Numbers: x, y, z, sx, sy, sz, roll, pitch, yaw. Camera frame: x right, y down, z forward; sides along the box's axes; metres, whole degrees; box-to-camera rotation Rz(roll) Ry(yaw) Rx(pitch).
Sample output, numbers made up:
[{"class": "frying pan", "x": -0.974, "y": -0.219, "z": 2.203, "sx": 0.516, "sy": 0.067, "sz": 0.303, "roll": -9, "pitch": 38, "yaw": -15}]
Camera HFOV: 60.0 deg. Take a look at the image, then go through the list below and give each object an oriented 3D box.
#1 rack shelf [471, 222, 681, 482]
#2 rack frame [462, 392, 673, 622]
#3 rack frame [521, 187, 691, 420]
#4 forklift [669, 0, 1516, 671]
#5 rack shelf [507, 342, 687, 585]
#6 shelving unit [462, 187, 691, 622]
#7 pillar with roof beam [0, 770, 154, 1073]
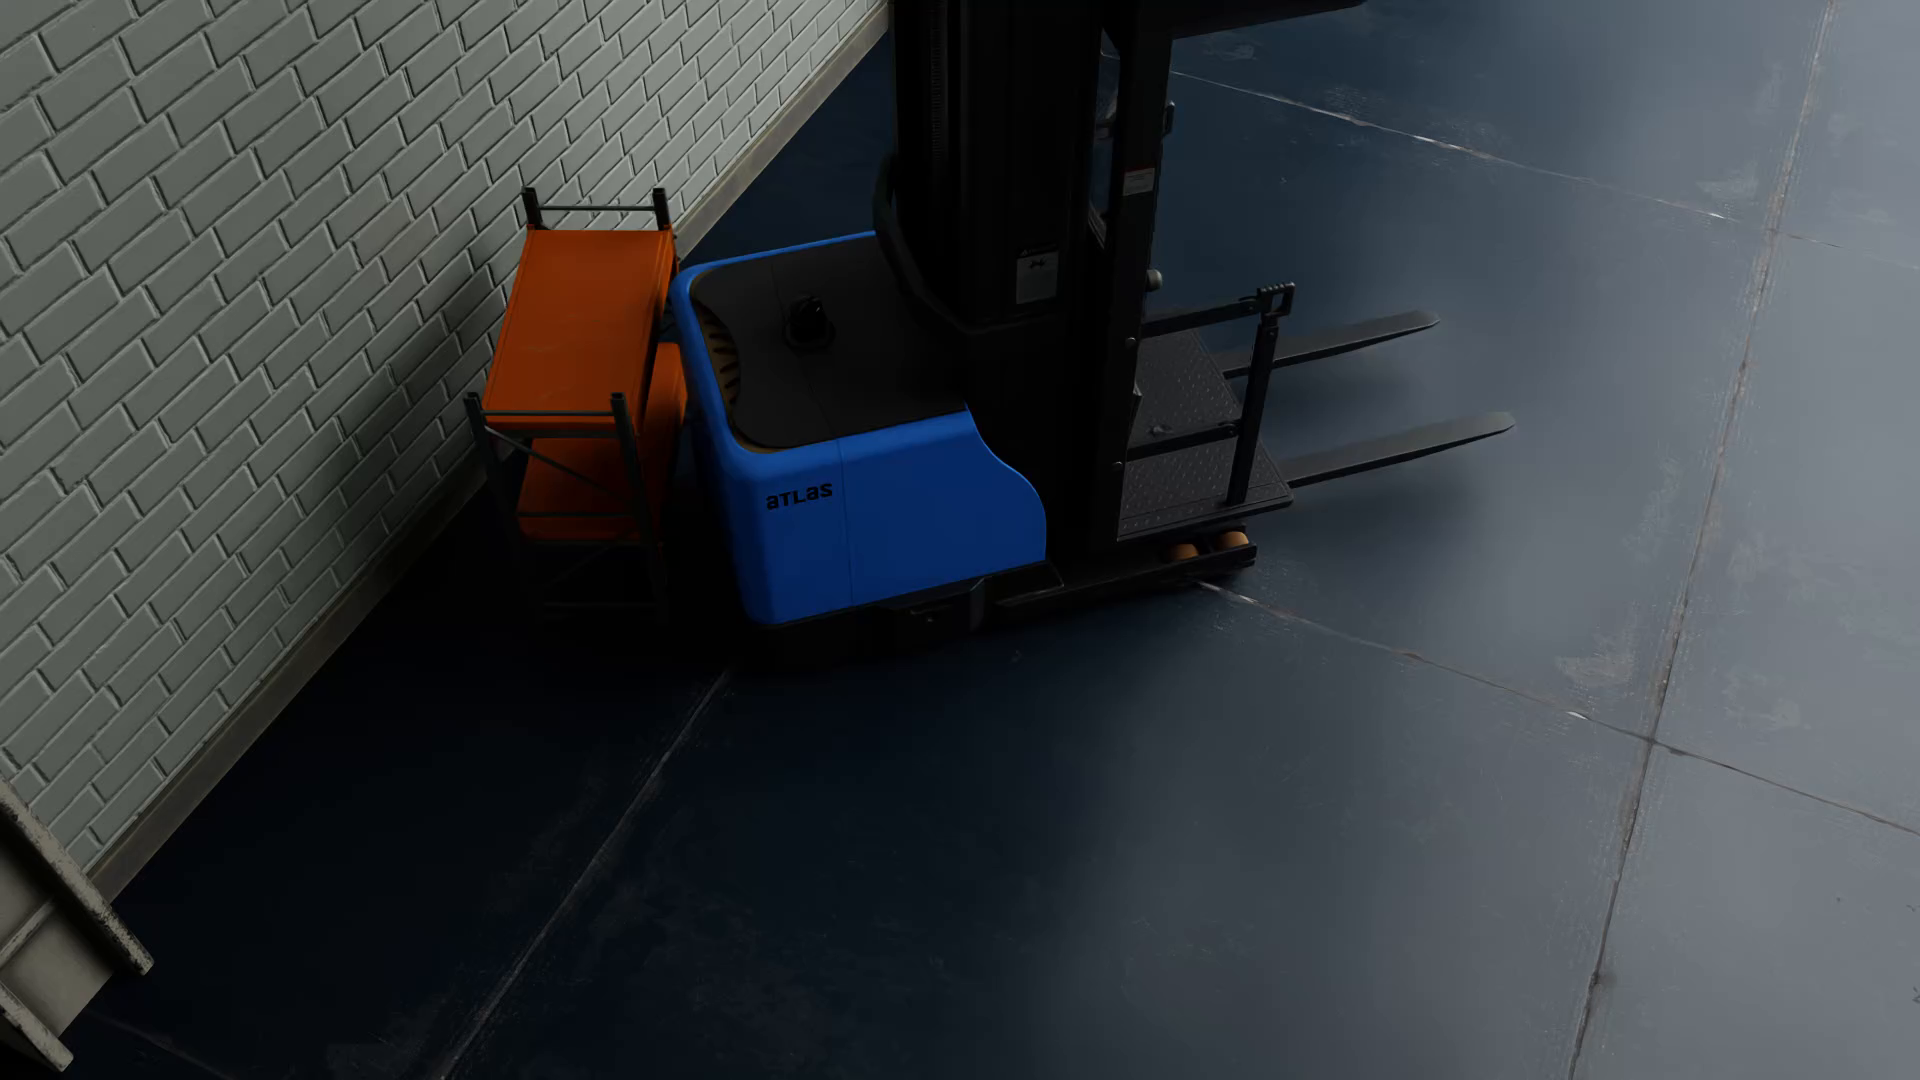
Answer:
[{"class": "rack shelf", "x": -1.286, "y": -0.660, "z": 5.688, "sx": 0.538, "sy": 0.278, "sz": 1.000, "roll": 0, "pitch": 50, "yaw": 0}, {"class": "rack frame", "x": -1.290, "y": -0.083, "z": 5.582, "sx": 0.500, "sy": 1.125, "sz": 0.032, "roll": 0, "pitch": 50, "yaw": 0}, {"class": "rack frame", "x": -1.282, "y": -0.858, "z": 6.241, "sx": 0.500, "sy": 1.125, "sz": 0.032, "roll": 0, "pitch": 50, "yaw": 0}, {"class": "forklift", "x": 0.578, "y": -1.152, "z": 5.306, "sx": 3.031, "sy": 2.935, "sz": 1.130, "roll": -13, "pitch": 51, "yaw": -11}, {"class": "rack shelf", "x": -1.285, "y": -0.312, "z": 6.098, "sx": 0.538, "sy": 0.278, "sz": 1.000, "roll": 0, "pitch": 50, "yaw": 0}, {"class": "shelving unit", "x": -1.286, "y": -0.470, "z": 5.911, "sx": 0.538, "sy": 1.125, "sz": 1.048, "roll": 0, "pitch": 50, "yaw": 0}, {"class": "pillar with roof beam", "x": 1.182, "y": -0.127, "z": 0.449, "sx": 9.100, "sy": 9.000, "sz": 0.400, "roll": 20, "pitch": 52, "yaw": 16}]
